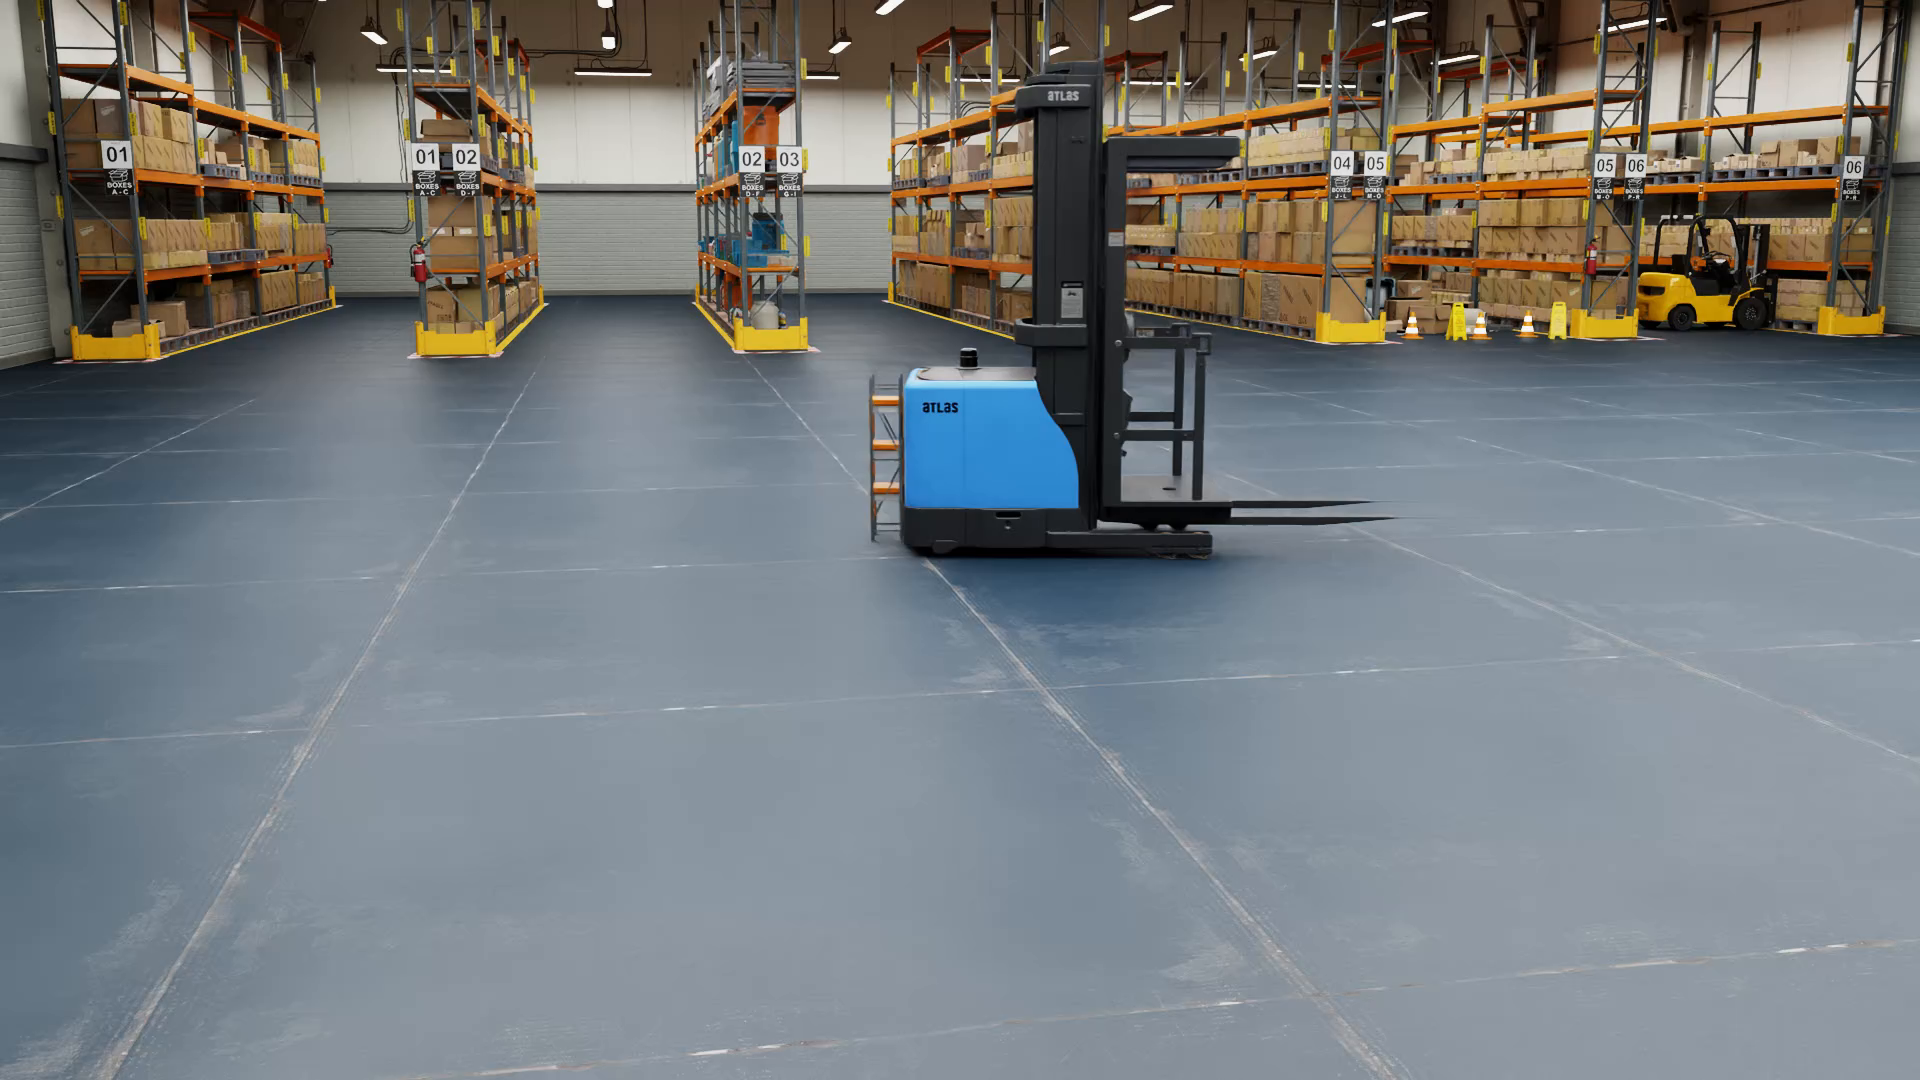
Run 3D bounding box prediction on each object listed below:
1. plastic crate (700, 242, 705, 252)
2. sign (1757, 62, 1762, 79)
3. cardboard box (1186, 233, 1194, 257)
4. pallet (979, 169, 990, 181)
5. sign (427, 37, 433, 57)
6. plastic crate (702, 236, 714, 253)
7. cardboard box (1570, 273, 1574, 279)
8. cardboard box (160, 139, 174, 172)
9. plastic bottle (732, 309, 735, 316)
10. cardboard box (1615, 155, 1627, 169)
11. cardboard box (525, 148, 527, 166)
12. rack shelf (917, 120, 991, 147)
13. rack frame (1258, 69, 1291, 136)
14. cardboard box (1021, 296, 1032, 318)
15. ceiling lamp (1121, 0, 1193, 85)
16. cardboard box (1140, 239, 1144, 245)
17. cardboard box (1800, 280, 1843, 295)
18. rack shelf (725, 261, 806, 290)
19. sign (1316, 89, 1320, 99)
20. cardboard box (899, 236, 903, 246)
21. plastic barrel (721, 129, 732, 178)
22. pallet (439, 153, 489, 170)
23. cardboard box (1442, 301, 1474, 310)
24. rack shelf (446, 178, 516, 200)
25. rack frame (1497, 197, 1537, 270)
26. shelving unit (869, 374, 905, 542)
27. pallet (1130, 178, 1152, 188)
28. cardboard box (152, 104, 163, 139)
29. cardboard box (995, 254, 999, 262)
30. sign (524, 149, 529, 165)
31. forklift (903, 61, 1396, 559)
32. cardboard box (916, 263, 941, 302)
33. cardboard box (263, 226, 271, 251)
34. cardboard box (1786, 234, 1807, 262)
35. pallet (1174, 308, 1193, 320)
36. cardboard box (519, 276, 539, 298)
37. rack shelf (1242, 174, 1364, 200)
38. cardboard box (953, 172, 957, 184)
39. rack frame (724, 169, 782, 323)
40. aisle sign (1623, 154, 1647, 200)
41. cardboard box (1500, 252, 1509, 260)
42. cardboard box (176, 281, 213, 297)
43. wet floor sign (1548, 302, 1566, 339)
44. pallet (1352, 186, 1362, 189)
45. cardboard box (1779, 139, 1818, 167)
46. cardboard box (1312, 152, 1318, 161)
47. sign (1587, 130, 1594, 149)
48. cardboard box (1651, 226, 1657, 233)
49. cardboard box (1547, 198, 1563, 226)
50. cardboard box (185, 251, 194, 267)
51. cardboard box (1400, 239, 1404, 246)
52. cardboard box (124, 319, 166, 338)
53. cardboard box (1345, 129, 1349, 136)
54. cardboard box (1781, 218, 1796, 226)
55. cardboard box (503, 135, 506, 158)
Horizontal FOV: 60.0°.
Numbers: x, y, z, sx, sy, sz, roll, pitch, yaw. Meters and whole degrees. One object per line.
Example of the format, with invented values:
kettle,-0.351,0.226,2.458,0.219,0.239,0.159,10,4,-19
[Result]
plastic crate,-6.081,-7.096,40.242,0.416,0.233,0.300,-2,11,-11
sign,16.210,-9.523,33.739,0.100,0.325,0.005,-2,11,-11
cardboard box,5.103,-6.241,35.196,0.500,0.500,0.500,-2,11,-12
pallet,1.056,-6.980,31.826,1.213,0.211,1.003,-2,11,-11
sign,-9.176,-8.545,28.814,0.100,0.325,0.005,-2,11,-11
plastic crate,-5.768,-6.864,38.617,0.392,0.384,0.575,-2,11,-11
cardboard box,14.455,-6.184,38.992,0.380,0.149,0.250,-3,11,-14
cardboard box,-12.846,-6.103,26.395,0.500,0.500,0.500,-1,11,-7
plastic bottle,-4.009,-3.954,29.534,0.061,0.283,0.133,-2,11,-8
cardboard box,11.734,-6.756,29.754,0.500,0.250,0.500,-2,11,-12
cardboard box,-10.864,-9.243,40.273,0.700,0.500,0.500,-2,11,-11
rack shelf,-0.095,-8.979,36.799,1.077,0.370,4.000,-2,11,-11
rack frame,8.458,-10.990,44.370,1.000,3.000,0.127,-2,11,-11
cardboard box,1.427,-4.169,30.142,0.500,0.500,0.500,-3,11,-16
ceiling lamp,5.558,-14.262,45.947,2.000,3.185,0.800,-2,11,-11
cardboard box,4.331,-6.819,38.049,0.380,0.149,0.250,-3,11,-14
cardboard box,16.043,-4.709,30.973,0.500,0.250,0.500,-2,11,-9
rack shelf,-3.398,-4.581,28.668,1.077,0.370,4.000,-2,11,-11
sign,8.687,-10.777,40.331,0.100,0.325,0.005,-2,11,-11
cardboard box,-1.232,-7.470,41.525,0.500,0.250,0.500,-2,11,-13
plastic barrel,-4.099,-7.107,30.649,0.600,0.901,0.708,-2,11,-11
pallet,-7.980,-5.949,26.144,1.003,0.211,1.213,-2,11,-11
cardboard box,9.666,-4.369,32.308,0.500,0.500,0.500,6,12,28
rack shelf,-9.035,-6.609,31.299,1.077,0.370,4.000,-2,11,-11
rack frame,14.105,-7.490,42.028,1.000,3.000,0.127,-2,11,-11
shelving unit,-0.467,-0.527,10.655,0.215,1.050,0.252,0,11,0
pallet,4.621,-8.185,38.156,1.213,0.211,1.003,-2,11,-11
cardboard box,-12.722,-6.498,25.797,0.500,0.500,0.500,-2,11,-9
cardboard box,0.854,-5.261,30.989,0.380,0.149,0.250,-2,11,-11
sign,-9.658,-8.531,37.037,0.100,0.325,0.005,-2,11,-11
forklift,1.171,-1.423,10.334,3.031,2.935,1.130,0,11,0
cardboard box,-0.340,-5.995,38.729,1.225,0.875,0.875,-2,11,-11
cardboard box,-14.219,-6.075,33.473,0.500,0.500,0.500,-2,11,-9
cardboard box,15.993,-5.515,31.381,0.500,0.500,0.500,-2,11,-9
pallet,5.258,-4.860,35.665,1.003,0.211,1.213,-2,11,-11
cardboard box,-10.633,-6.220,40.864,0.500,0.500,0.500,-2,11,-11
rack shelf,6.346,-6.397,30.184,1.077,0.370,4.000,-2,11,-11
cardboard box,0.135,-7.520,34.560,0.500,0.250,0.500,-2,11,-10
rack frame,-3.787,-5.301,30.528,1.000,3.000,0.127,-2,11,-11
aisle sign,11.887,-6.385,29.269,0.394,0.787,0.004,-2,11,-11
cardboard box,10.735,-5.510,32.297,0.380,0.149,0.250,-2,11,-9
cardboard box,-13.753,-4.513,29.887,0.500,0.250,0.500,-2,11,-12
wet floor sign,10.558,-3.878,29.346,0.267,0.644,0.232,2,11,9
pallet,9.617,-8.278,38.646,1.003,0.211,1.213,-2,11,-8
cardboard box,16.012,-7.331,31.512,0.700,0.500,0.500,-2,11,-11
cardboard box,6.289,-6.610,28.663,0.380,0.149,0.250,-2,11,-11
sign,11.022,-7.000,29.063,0.100,0.325,0.005,-2,11,-11
cardboard box,15.099,-6.679,35.762,0.380,0.149,0.250,-2,11,-11
cardboard box,11.166,-5.974,30.322,0.700,0.500,0.500,-2,11,-10
cardboard box,-12.913,-4.618,27.285,0.500,0.250,0.500,-2,11,-11
cardboard box,9.917,-6.539,36.578,0.380,0.149,0.250,-3,11,-15
cardboard box,-12.884,-3.338,26.224,0.500,0.311,0.500,-1,11,-6
cardboard box,6.884,-7.073,28.960,0.380,0.149,0.250,-2,11,-12
cardboard box,15.871,-6.045,31.635,0.380,0.149,0.250,-2,11,-10
cardboard box,-9.701,-8.137,34.460,0.500,0.500,0.500,-2,11,-11
